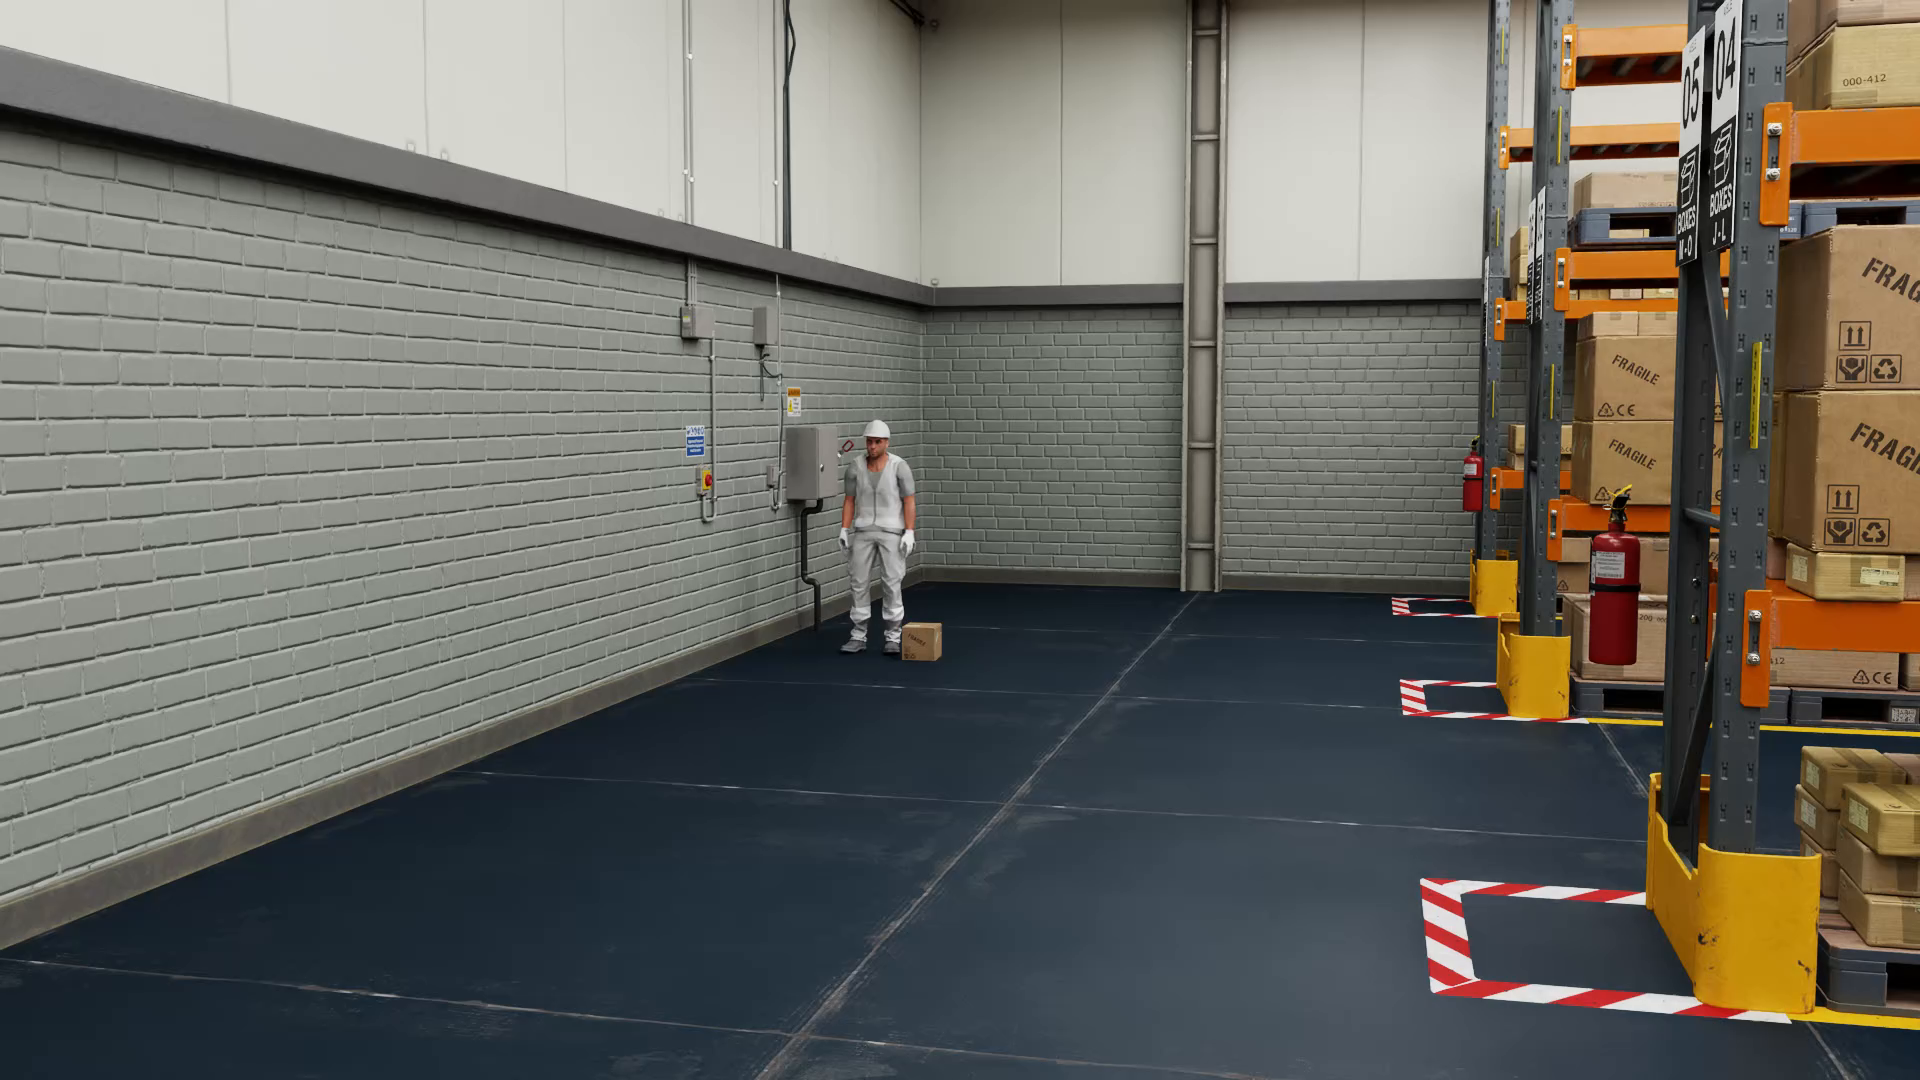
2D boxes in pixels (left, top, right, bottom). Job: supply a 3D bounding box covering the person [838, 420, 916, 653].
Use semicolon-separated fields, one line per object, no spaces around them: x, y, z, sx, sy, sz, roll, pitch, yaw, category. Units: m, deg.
-0.633;-0.025;12.671;0.607;1.779;0.452;1;5;13;person
